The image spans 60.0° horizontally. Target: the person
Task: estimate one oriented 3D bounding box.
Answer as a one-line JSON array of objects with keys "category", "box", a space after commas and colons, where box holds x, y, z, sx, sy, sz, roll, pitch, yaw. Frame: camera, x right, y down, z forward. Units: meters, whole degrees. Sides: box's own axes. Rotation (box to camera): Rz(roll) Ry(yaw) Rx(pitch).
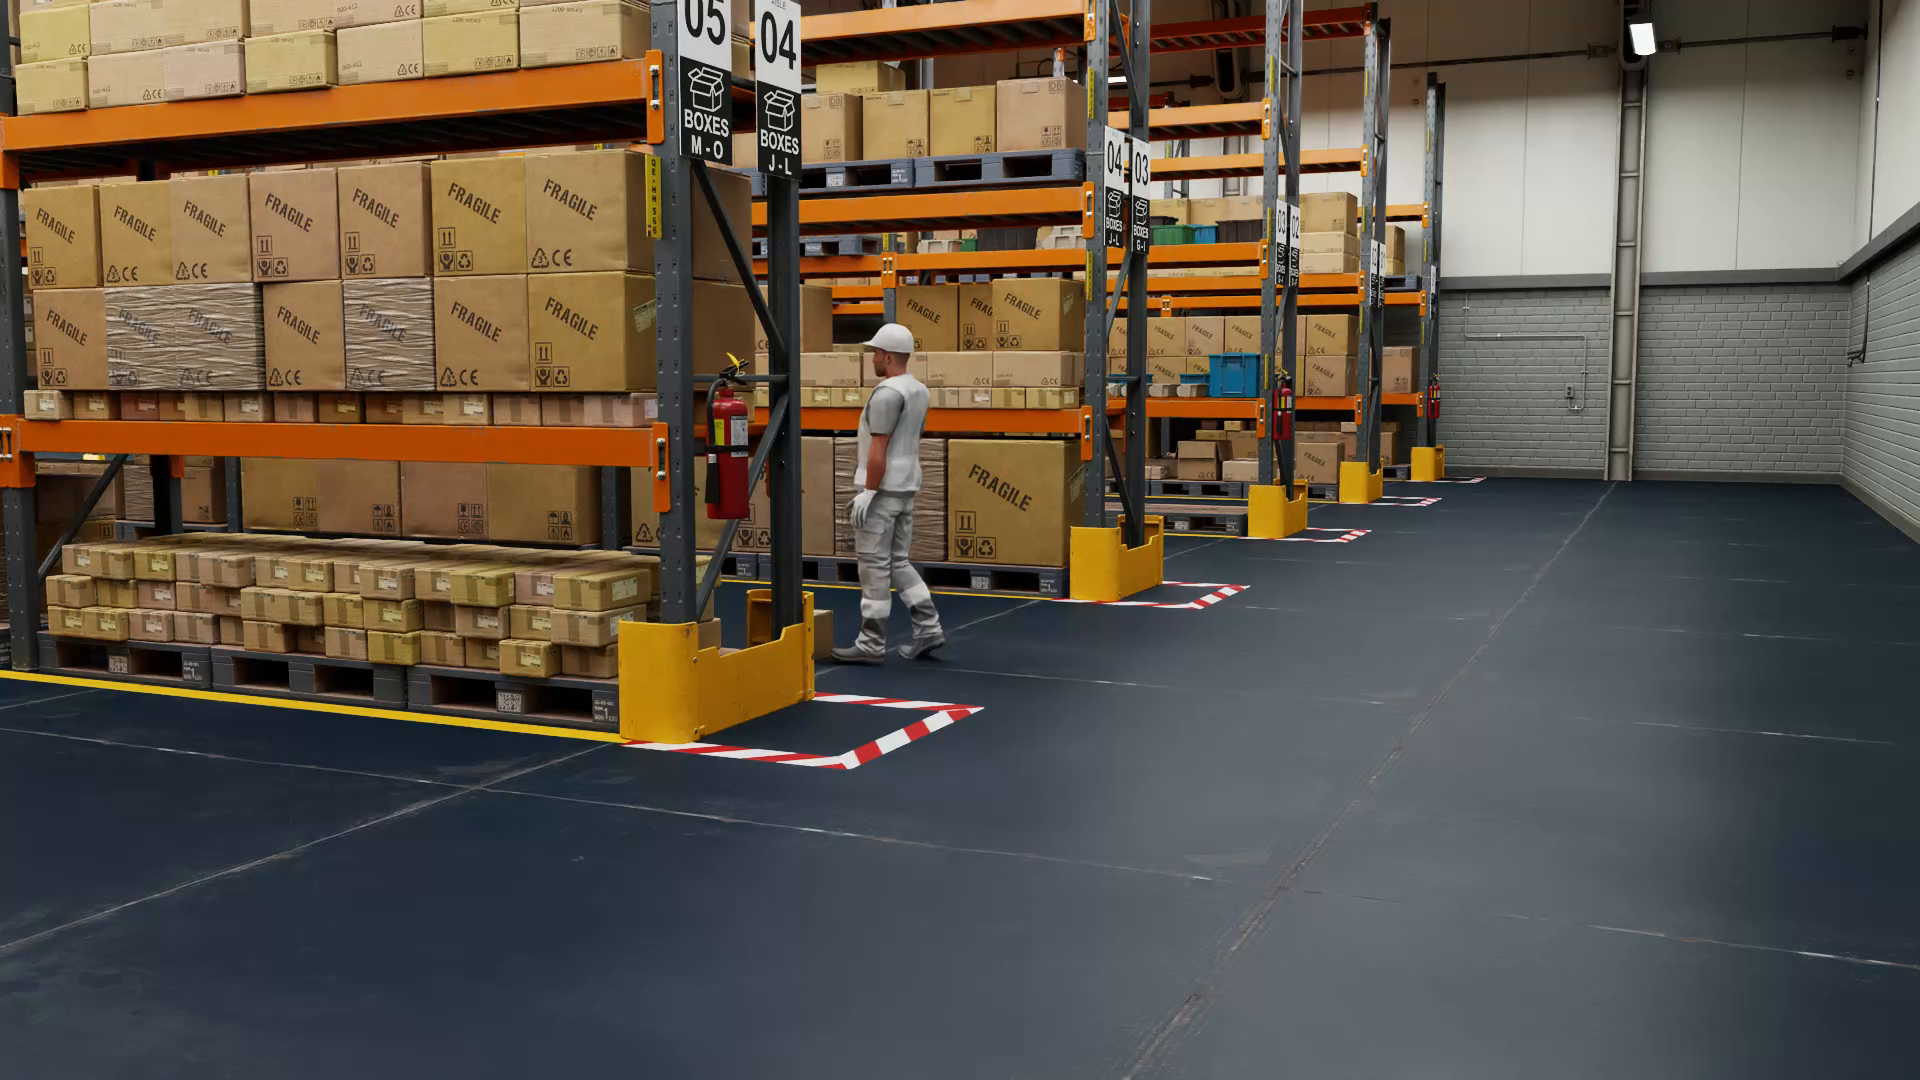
[{"category": "person", "box": [-0.409, -0.234, 8.796, 0.543, 1.807, 0.589, 2, 6, 22]}]
